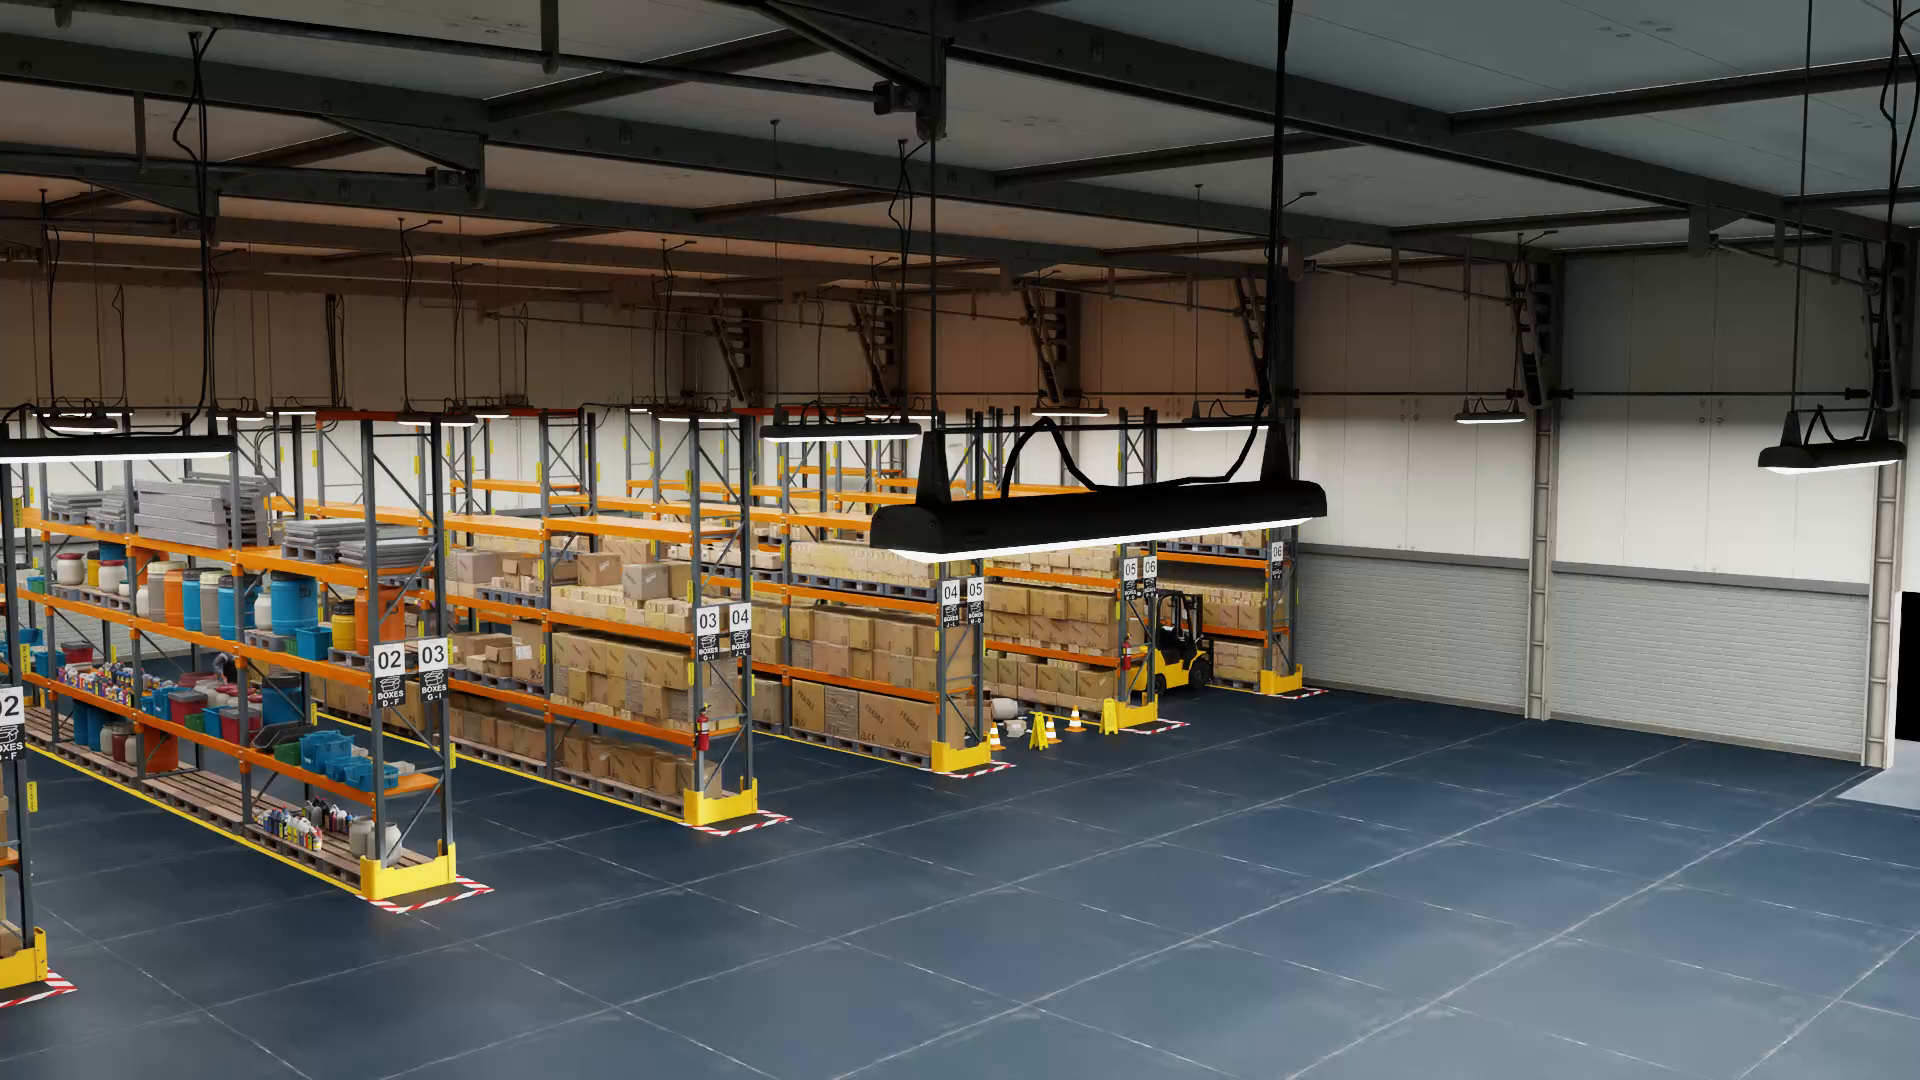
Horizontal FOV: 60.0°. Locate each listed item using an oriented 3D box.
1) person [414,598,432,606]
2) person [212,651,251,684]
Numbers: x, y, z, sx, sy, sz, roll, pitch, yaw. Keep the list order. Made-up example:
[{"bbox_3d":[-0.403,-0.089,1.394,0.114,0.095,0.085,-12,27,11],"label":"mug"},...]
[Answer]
[{"bbox_3d":[-12.667,2.006,39.115,0.733,1.754,0.814,2,5,19],"label":"person"},{"bbox_3d":[-13.649,2.708,31.356,0.658,1.721,0.645,4,6,35],"label":"person"}]
